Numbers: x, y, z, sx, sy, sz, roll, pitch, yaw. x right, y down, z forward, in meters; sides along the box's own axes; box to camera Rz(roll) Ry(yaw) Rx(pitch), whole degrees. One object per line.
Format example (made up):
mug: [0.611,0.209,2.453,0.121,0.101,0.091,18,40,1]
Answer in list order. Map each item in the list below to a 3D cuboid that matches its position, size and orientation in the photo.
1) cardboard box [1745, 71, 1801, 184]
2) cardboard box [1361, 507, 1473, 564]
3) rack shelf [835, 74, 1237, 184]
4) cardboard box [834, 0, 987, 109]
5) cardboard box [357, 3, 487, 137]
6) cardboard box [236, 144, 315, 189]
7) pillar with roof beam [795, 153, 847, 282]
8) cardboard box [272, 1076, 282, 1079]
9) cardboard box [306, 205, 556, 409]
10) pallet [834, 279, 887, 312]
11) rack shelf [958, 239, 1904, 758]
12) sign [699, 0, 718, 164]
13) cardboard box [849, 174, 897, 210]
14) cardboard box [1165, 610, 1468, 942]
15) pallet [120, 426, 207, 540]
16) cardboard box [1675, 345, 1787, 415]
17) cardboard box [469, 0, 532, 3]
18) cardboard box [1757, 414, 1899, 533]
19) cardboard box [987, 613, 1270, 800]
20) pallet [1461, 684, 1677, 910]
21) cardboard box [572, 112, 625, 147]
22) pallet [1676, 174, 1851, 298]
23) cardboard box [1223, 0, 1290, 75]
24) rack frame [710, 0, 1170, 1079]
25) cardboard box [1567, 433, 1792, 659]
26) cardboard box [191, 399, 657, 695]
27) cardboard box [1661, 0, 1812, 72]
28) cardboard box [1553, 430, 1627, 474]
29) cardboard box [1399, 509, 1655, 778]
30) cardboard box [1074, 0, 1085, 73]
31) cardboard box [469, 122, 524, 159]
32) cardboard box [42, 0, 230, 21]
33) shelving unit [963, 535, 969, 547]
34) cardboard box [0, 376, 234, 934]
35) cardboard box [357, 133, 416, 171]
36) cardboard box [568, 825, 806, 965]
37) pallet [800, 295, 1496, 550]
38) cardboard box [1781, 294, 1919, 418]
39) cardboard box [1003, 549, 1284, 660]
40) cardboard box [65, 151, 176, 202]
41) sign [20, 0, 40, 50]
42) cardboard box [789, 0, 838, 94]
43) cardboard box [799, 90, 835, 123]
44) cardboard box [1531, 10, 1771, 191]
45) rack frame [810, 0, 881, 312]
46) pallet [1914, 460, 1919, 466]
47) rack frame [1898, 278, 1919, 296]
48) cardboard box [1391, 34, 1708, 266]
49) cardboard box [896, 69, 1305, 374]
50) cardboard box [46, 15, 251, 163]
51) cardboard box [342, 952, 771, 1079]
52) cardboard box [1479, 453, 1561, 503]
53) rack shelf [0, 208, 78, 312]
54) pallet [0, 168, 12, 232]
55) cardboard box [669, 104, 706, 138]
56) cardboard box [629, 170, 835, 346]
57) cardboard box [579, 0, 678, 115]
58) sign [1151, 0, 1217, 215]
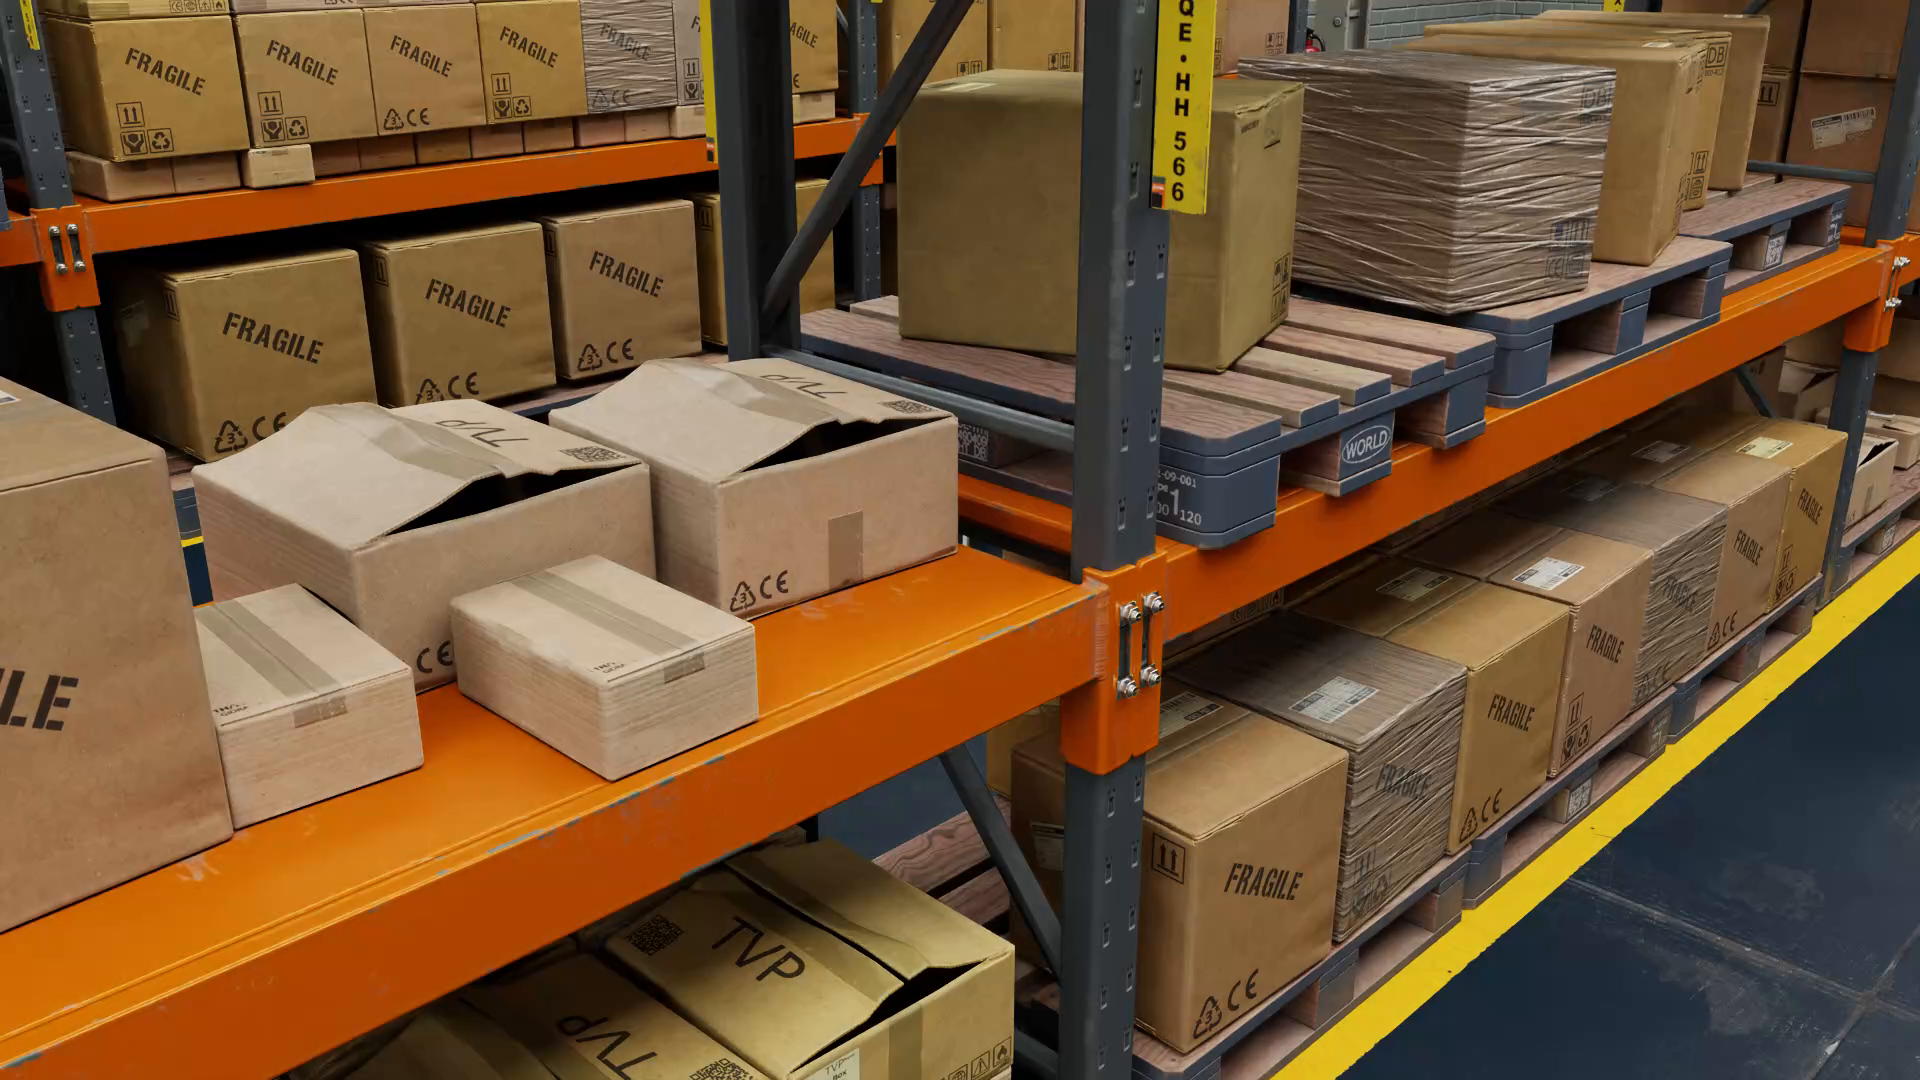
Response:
cardboard box: [2.888,-1.519,6.206,0.500,0.500,0.500,-20,28,-41]
cardboard box: [1.140,0.141,4.897,0.500,0.500,0.500,18,27,39]
rack shelf: [0.567,-2.697,10.413,1.077,0.370,4.000,19,28,41]
cardboard box: [-0.438,-2.794,9.244,0.700,0.700,0.980,-20,28,-41]
cardboard box: [-2.378,-2.006,7.030,0.500,0.500,0.500,19,28,40]
cardboard box: [-2.795,-1.519,6.667,0.250,0.149,0.380,-19,28,-40]
pillar with roof beam: [2.125,-4.638,6.098,9.100,9.000,0.400,19,28,41]
cardboard box: [-1.361,0.903,2.510,0.500,0.311,0.500,18,28,39]
cardboard box: [-2.396,-1.063,7.569,0.750,0.750,0.750,19,28,40]
pallet: [-0.242,-1.393,9.904,1.003,0.211,1.213,19,28,41]
rack shelf: [1.328,-0.430,4.514,1.077,0.370,4.000,19,28,41]
sign: [-0.462,-0.888,3.201,0.100,0.325,0.005,19,28,41]
cardboard box: [-0.477,-2.030,9.669,0.380,0.149,0.250,19,28,40]
cardboard box: [0.817,0.529,3.889,0.500,0.500,0.500,18,27,39]
pallet: [-3.015,-0.372,7.249,1.003,0.211,1.213,19,28,41]
cardboard box: [2.918,-0.536,6.658,0.500,0.500,0.500,19,28,41]
cardboard box: [-2.045,-2.488,7.240,0.500,0.250,0.500,19,28,40]
cardboard box: [3.171,-0.284,6.266,0.500,0.311,0.500,19,28,41]
cardboard box: [0.417,0.411,4.196,0.500,0.500,0.500,-19,28,-40]
pallet: [1.332,0.556,4.835,1.003,0.211,1.213,19,28,41]
cardboard box: [-1.779,-1.937,7.756,0.380,0.149,0.250,18,28,39]
pallet: [2.088,-1.012,5.294,1.003,0.211,1.213,19,28,41]
cardboard box: [1.614,-3.553,11.220,0.700,0.700,0.980,-19,28,-40]
rack frame: [-0.067,-0.251,3.048,1.000,3.000,0.127,19,28,41]
cardboard box: [2.234,0.005,5.251,0.500,0.500,0.500,19,28,41]
cardboard box: [-0.830,-0.028,2.592,0.500,0.311,0.500,19,28,40]
cardboard box: [2.891,-1.988,6.032,0.500,0.500,0.500,19,28,41]
cardboard box: [1.847,-0.115,5.564,0.500,0.500,0.500,-20,28,-41]
cardboard box: [1.530,0.265,4.574,0.500,0.500,0.500,18,27,39]
cardboard box: [0.576,-3.170,10.222,0.980,0.700,0.700,18,27,38]
cardboard box: [-2.161,-1.806,7.415,0.380,0.149,0.250,19,28,41]
cardboard box: [-3.097,-2.095,6.216,0.500,0.250,0.500,-19,28,-41]
shelving unit: [0.115,-0.603,6.470,0.258,1.200,0.503,19,28,41]
cardboard box: [-1.226,0.137,1.897,0.500,0.500,0.500,17,27,38]
cardboard box: [-2.533,-1.683,7.095,0.250,0.149,0.380,-19,28,-41]
cardboard box: [-0.643,0.635,3.206,0.500,0.311,0.500,-19,28,-40]
pallet: [0.356,-0.354,3.581,1.213,0.211,1.003,19,28,41]
cardboard box: [4.030,-0.804,7.352,0.797,0.503,0.637,19,28,41]
cardboard box: [0.454,0.045,4.102,0.500,0.250,0.500,-19,28,-40]
cardboard box: [-3.223,-1.409,6.382,0.380,0.149,0.250,19,28,40]
sign: [-3.223,-1.860,5.730,0.100,0.325,0.005,19,28,41]
cardboard box: [-0.970,-2.532,8.398,0.500,0.500,0.500,19,28,40]
cardboard box: [-0.861,-2.253,8.577,0.380,0.149,0.250,20,28,41]
cardboard box: [2.233,-1.457,5.458,0.700,0.500,0.500,9,23,23]
rack frame: [-0.828,-2.518,8.946,1.000,3.000,0.127,19,28,41]
pallet: [4.054,-0.469,7.502,1.003,0.211,1.213,19,28,41]
rack frame: [5.514,-2.308,8.398,1.000,3.000,0.127,19,28,41]
cardboard box: [1.535,-1.053,4.408,0.700,0.500,0.500,12,24,27]
cardboard box: [0.292,-0.684,3.449,0.700,0.500,0.500,9,23,23]
cardboard box: [-3.096,-1.746,6.354,0.500,0.500,0.500,-19,28,-40]
cardboard box: [-0.614,0.906,2.503,0.500,0.311,0.500,19,28,40]
cardboard box: [1.514,-0.348,5.124,0.500,0.250,0.500,19,28,41]
rack shelf: [-5.014,-0.640,5.062,1.077,0.370,4.000,19,28,41]
pallet: [-4.040,-1.191,5.759,1.213,0.211,1.003,19,28,41]
cardboard box: [-1.376,-2.044,8.034,0.380,0.149,0.250,19,28,41]
cardboard box: [-1.189,-1.511,8.737,0.750,0.750,0.750,20,28,41]
cardboard box: [-1.675,-2.271,7.720,0.500,0.500,0.500,19,28,41]
sign: [0.333,-0.654,2.481,0.100,0.325,0.005,19,28,41]
